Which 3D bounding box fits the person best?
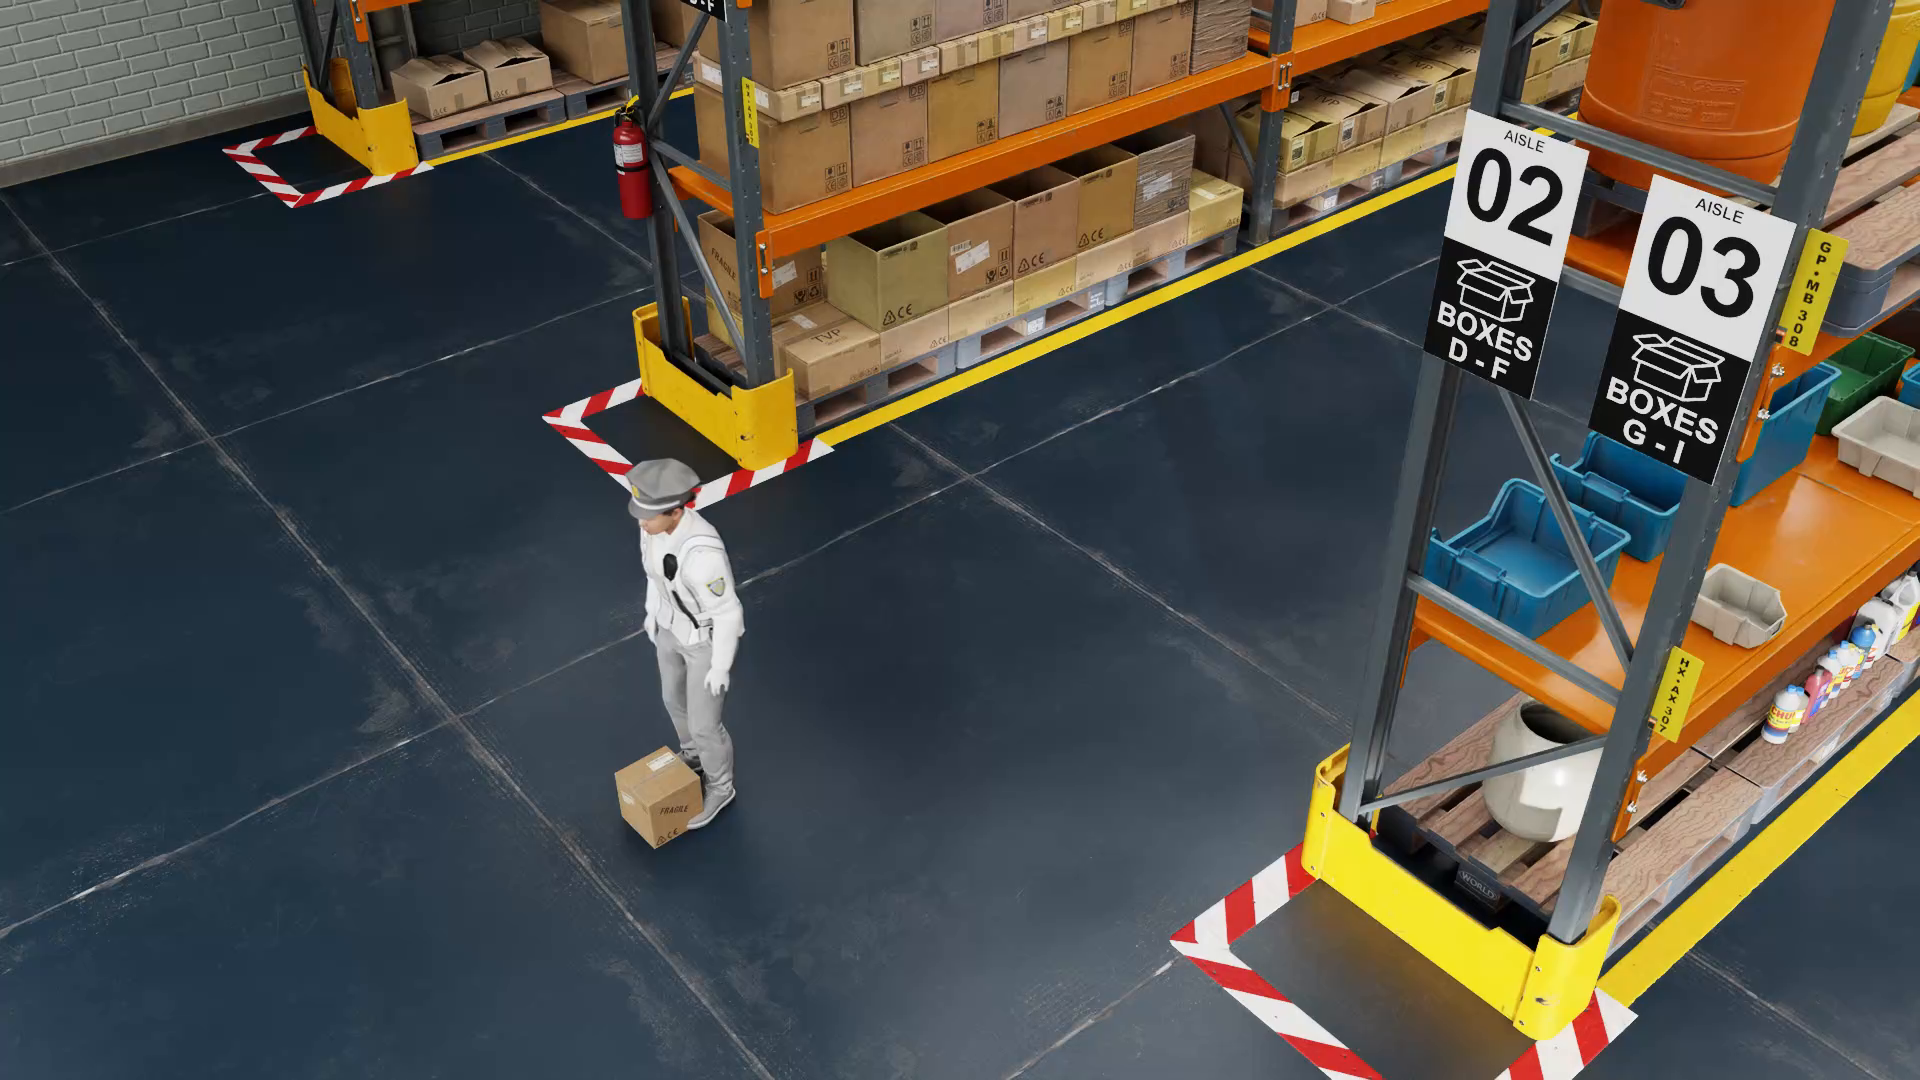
[{"bbox_3d":[-1.065,0.397,6.529,0.404,1.663,0.535,-27,44,-32],"label":"person"}]
